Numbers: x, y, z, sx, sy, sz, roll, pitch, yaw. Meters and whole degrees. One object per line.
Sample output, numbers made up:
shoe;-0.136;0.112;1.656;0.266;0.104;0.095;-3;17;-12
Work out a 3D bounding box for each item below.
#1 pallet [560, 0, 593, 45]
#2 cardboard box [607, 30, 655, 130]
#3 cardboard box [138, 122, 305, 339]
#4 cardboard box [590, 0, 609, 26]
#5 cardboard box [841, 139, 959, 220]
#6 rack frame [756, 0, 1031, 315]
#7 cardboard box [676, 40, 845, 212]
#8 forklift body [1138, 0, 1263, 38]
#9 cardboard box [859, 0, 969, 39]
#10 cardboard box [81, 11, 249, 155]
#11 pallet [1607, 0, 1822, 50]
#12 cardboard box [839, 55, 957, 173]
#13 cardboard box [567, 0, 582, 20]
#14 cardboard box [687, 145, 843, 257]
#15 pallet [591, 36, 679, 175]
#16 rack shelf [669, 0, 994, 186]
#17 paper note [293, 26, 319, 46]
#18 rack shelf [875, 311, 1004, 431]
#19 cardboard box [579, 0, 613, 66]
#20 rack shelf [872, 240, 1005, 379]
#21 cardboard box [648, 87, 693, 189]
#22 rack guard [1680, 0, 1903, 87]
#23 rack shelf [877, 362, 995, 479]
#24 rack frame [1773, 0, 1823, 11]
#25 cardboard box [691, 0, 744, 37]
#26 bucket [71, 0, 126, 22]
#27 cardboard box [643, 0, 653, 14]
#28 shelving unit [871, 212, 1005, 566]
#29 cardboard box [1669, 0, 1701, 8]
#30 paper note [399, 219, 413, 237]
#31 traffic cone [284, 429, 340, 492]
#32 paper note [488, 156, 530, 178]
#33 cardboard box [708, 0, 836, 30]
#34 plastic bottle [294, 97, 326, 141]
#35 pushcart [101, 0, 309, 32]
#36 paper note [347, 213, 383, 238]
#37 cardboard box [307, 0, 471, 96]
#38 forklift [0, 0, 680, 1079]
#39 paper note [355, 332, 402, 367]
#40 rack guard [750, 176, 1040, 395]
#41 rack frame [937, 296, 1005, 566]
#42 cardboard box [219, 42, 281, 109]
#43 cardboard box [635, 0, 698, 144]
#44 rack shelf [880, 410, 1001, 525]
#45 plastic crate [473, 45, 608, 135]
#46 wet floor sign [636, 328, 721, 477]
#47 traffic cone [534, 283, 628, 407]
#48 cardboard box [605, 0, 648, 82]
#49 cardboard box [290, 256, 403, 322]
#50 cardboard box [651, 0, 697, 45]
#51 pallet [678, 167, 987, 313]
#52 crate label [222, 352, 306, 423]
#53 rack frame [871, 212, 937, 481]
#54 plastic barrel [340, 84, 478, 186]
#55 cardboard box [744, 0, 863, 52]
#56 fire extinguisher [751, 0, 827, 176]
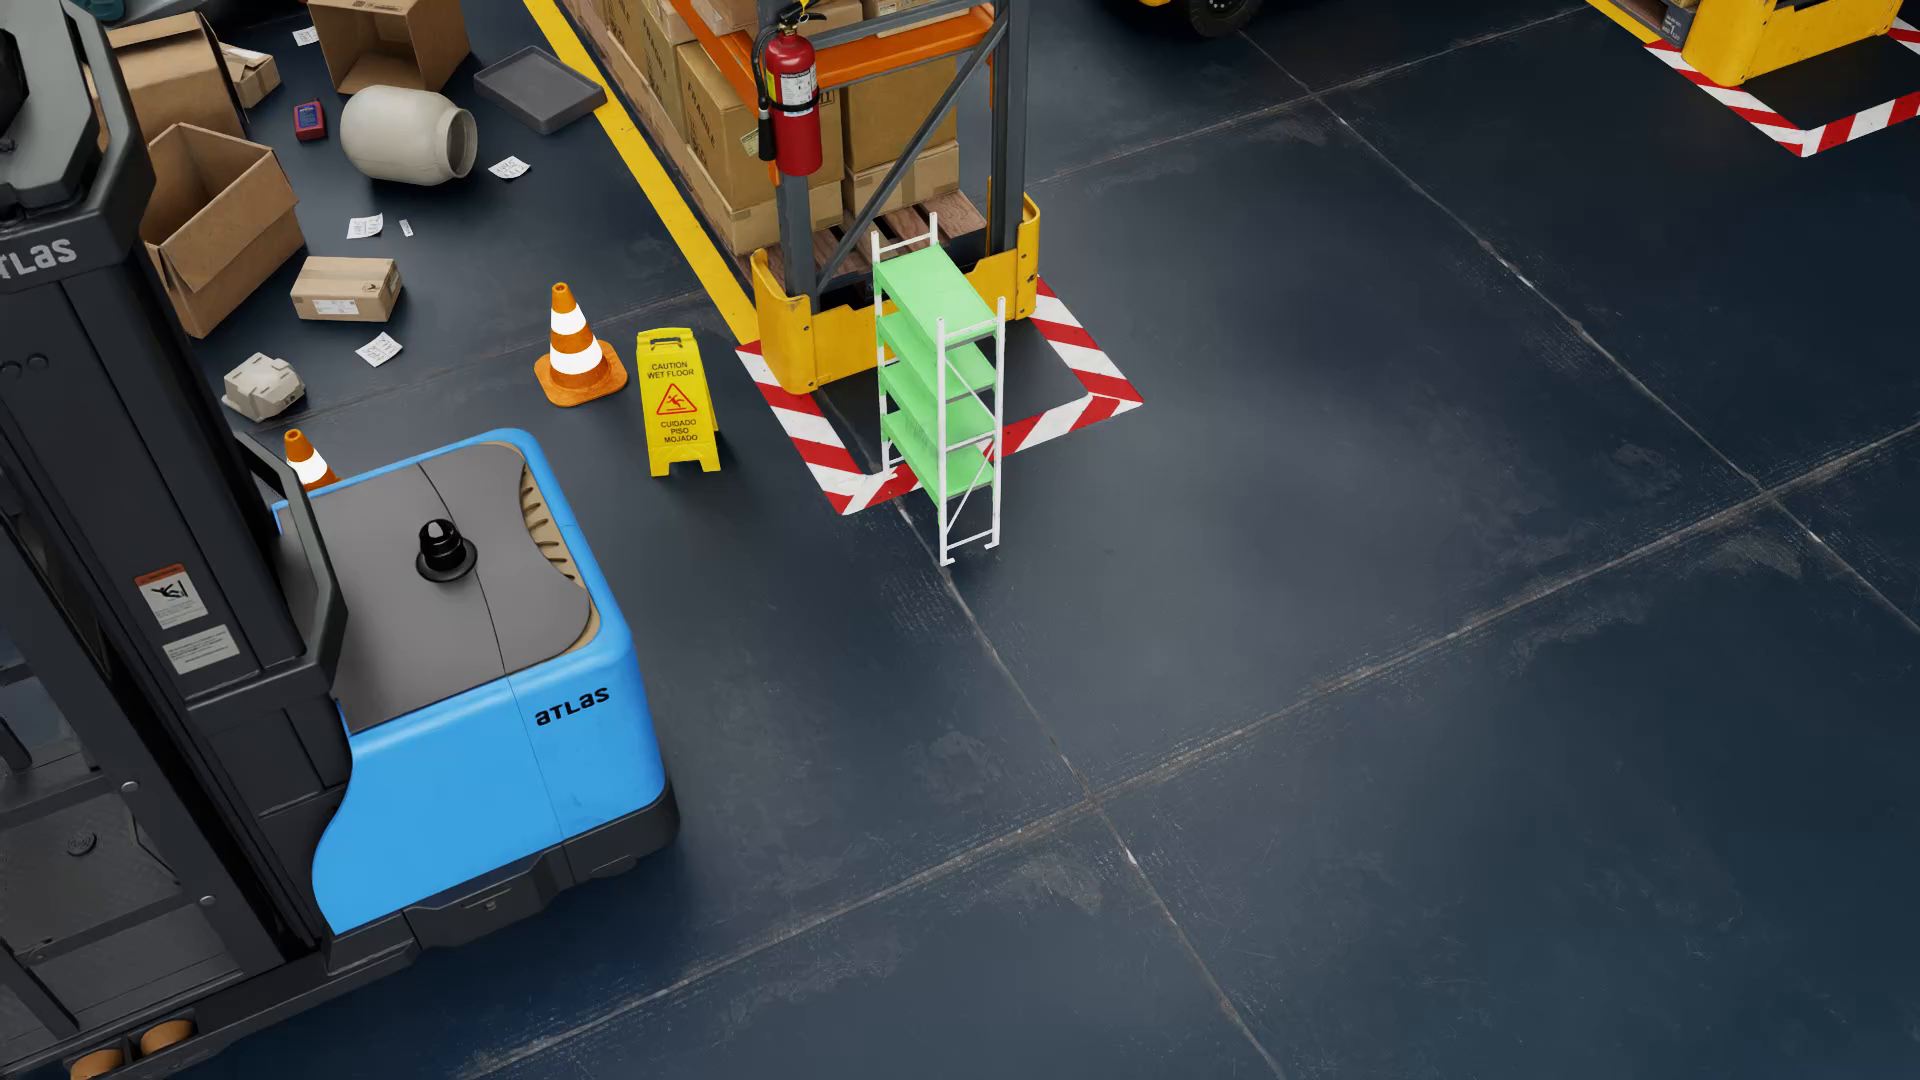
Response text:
pallet;-1.708;-3.149;8.864;1.003;0.211;1.213;-21;52;-18
cardboard box;-1.300;-2.206;7.735;0.500;0.250;0.500;-23;53;-19
cardboard box;-3.271;-1.309;7.060;0.637;0.503;0.797;18;51;15
cardboard box;-1.525;-2.795;7.751;0.500;0.500;0.500;-19;51;-16
cardboard box;-0.339;-1.695;7.288;0.500;0.250;0.500;-22;52;-18
rack frame;-0.216;-1.827;5.855;1.000;3.000;0.127;-21;52;-18
cardboard box;-0.815;-1.753;6.840;0.500;0.500;0.500;-21;52;-17
forklift body;1.706;-3.901;8.233;2.313;2.155;1.214;-21;52;-18
cardboard box;-0.187;-2.043;6.211;0.380;0.149;0.250;-21;52;-17
cardboard box;-3.706;-1.977;7.554;0.797;0.637;0.503;-21;52;-18
pallet;3.809;-3.119;8.837;1.003;0.211;1.213;-21;52;-18
cardboard box;-0.351;-1.958;7.019;0.500;0.500;0.500;-23;53;-19
cardboard box;-1.762;-2.896;8.338;0.500;0.250;0.500;-18;51;-15
cardboard box;-0.836;-1.525;7.138;0.500;0.250;0.500;-21;52;-18
pallet;-1.146;-2.331;8.149;1.003;0.211;1.213;-21;52;-18
rack shelf;-1.131;-2.929;7.297;1.077;0.370;4.000;-21;52;-18
paper note;-3.321;-2.585;8.490;0.148;0.019;0.142;-21;52;-18
rack shelf;-0.076;-0.622;5.763;0.258;0.148;0.480;-21;52;-18
cardboard box;-1.517;-2.542;8.028;0.500;0.250;0.500;-22;52;-18
rack shelf;-0.076;-0.780;5.582;0.258;0.148;0.480;-21;52;-18
cardboard box;-1.055;-1.858;7.430;0.500;0.250;0.500;-21;52;-17
rack guard;4.207;-2.700;8.280;1.175;0.500;0.348;-21;52;-18
rack shelf;-0.076;-0.464;5.943;0.258;0.148;0.480;-21;52;-18
rack frame;4.196;-3.539;7.353;1.000;3.000;0.127;-21;52;-18
cardboard box;-0.792;-2.052;6.219;0.380;0.149;0.250;-22;52;-18
bucket;-4.289;-2.857;7.921;0.726;0.611;0.620;-5;39;-5
cardboard box;-1.154;-2.359;6.939;0.380;0.149;0.250;-20;52;-17
shelving unit;-0.076;-0.506;5.895;0.258;1.200;0.503;-21;52;-18
cardboard box;3.700;-2.978;8.410;0.500;0.250;0.500;-21;52;-17
paper note;-2.488;-1.402;7.470;0.032;0.001;0.123;-21;52;-18
traffic cone;-2.391;-0.226;6.140;0.336;0.463;0.334;-21;52;-18
paper note;-2.099;-1.738;7.749;0.148;0.019;0.142;35;57;27
cardboard box;-0.709;-2.226;5.940;0.500;0.500;0.500;-22;52;-18
plastic bottle;-3.124;-2.027;7.982;0.133;0.061;0.283;-13;50;-11
pushcart;-4.051;-2.822;8.468;0.936;0.377;1.648;35;57;27
paper note;-2.674;-1.413;7.473;0.148;0.019;0.142;-5;49;-5
cardboard box;-2.766;-2.496;8.100;0.500;0.500;0.500;10;50;8
forklift;-2.452;0.204;4.125;3.031;2.935;1.130;-21;52;-18
paper note;-2.419;-0.797;6.927;0.142;0.019;0.148;35;57;27
rack guard;-0.251;-1.055;6.841;1.175;0.500;0.348;-21;52;-18
rack frame;0.036;-0.342;5.752;0.240;1.200;0.015;-21;52;-18
cardboard box;-3.582;-2.320;8.102;0.396;0.266;0.258;18;51;15
cardboard box;-1.056;-2.102;7.145;0.500;0.500;0.500;-19;52;-16
rack shelf;-0.076;-0.306;6.124;0.258;0.148;0.480;-21;52;-18
plastic crate;-2.057;-2.210;8.130;0.583;0.080;0.402;35;57;27
wet floor sign;-1.081;-0.556;6.308;0.267;0.644;0.232;-5;49;-5
traffic cone;-1.560;-0.835;6.673;0.336;0.463;0.334;-21;52;-18
cardboard box;-1.281;-2.442;7.442;0.500;0.500;0.500;-22;52;-18
cardboard box;-2.612;-1.070;7.087;0.380;0.149;0.250;2;49;2
cardboard box;-1.042;-2.190;6.791;0.380;0.149;0.250;-20;52;-16
pallet;-0.591;-1.516;7.436;1.003;0.211;1.213;-21;52;-18
crate label;-2.806;-0.623;6.704;0.298;0.136;0.250;26;54;21
rack frame;-0.187;-0.669;6.038;0.240;1.200;0.015;-21;52;-18
plastic barrel;-2.507;-1.840;7.578;0.512;0.421;0.421;10;50;8
cardboard box;-0.577;-1.921;6.104;0.380;0.149;0.250;-20;52;-16
fire extinguisher;-0.573;-1.566;5.679;0.296;0.674;0.183;-21;52;-18
